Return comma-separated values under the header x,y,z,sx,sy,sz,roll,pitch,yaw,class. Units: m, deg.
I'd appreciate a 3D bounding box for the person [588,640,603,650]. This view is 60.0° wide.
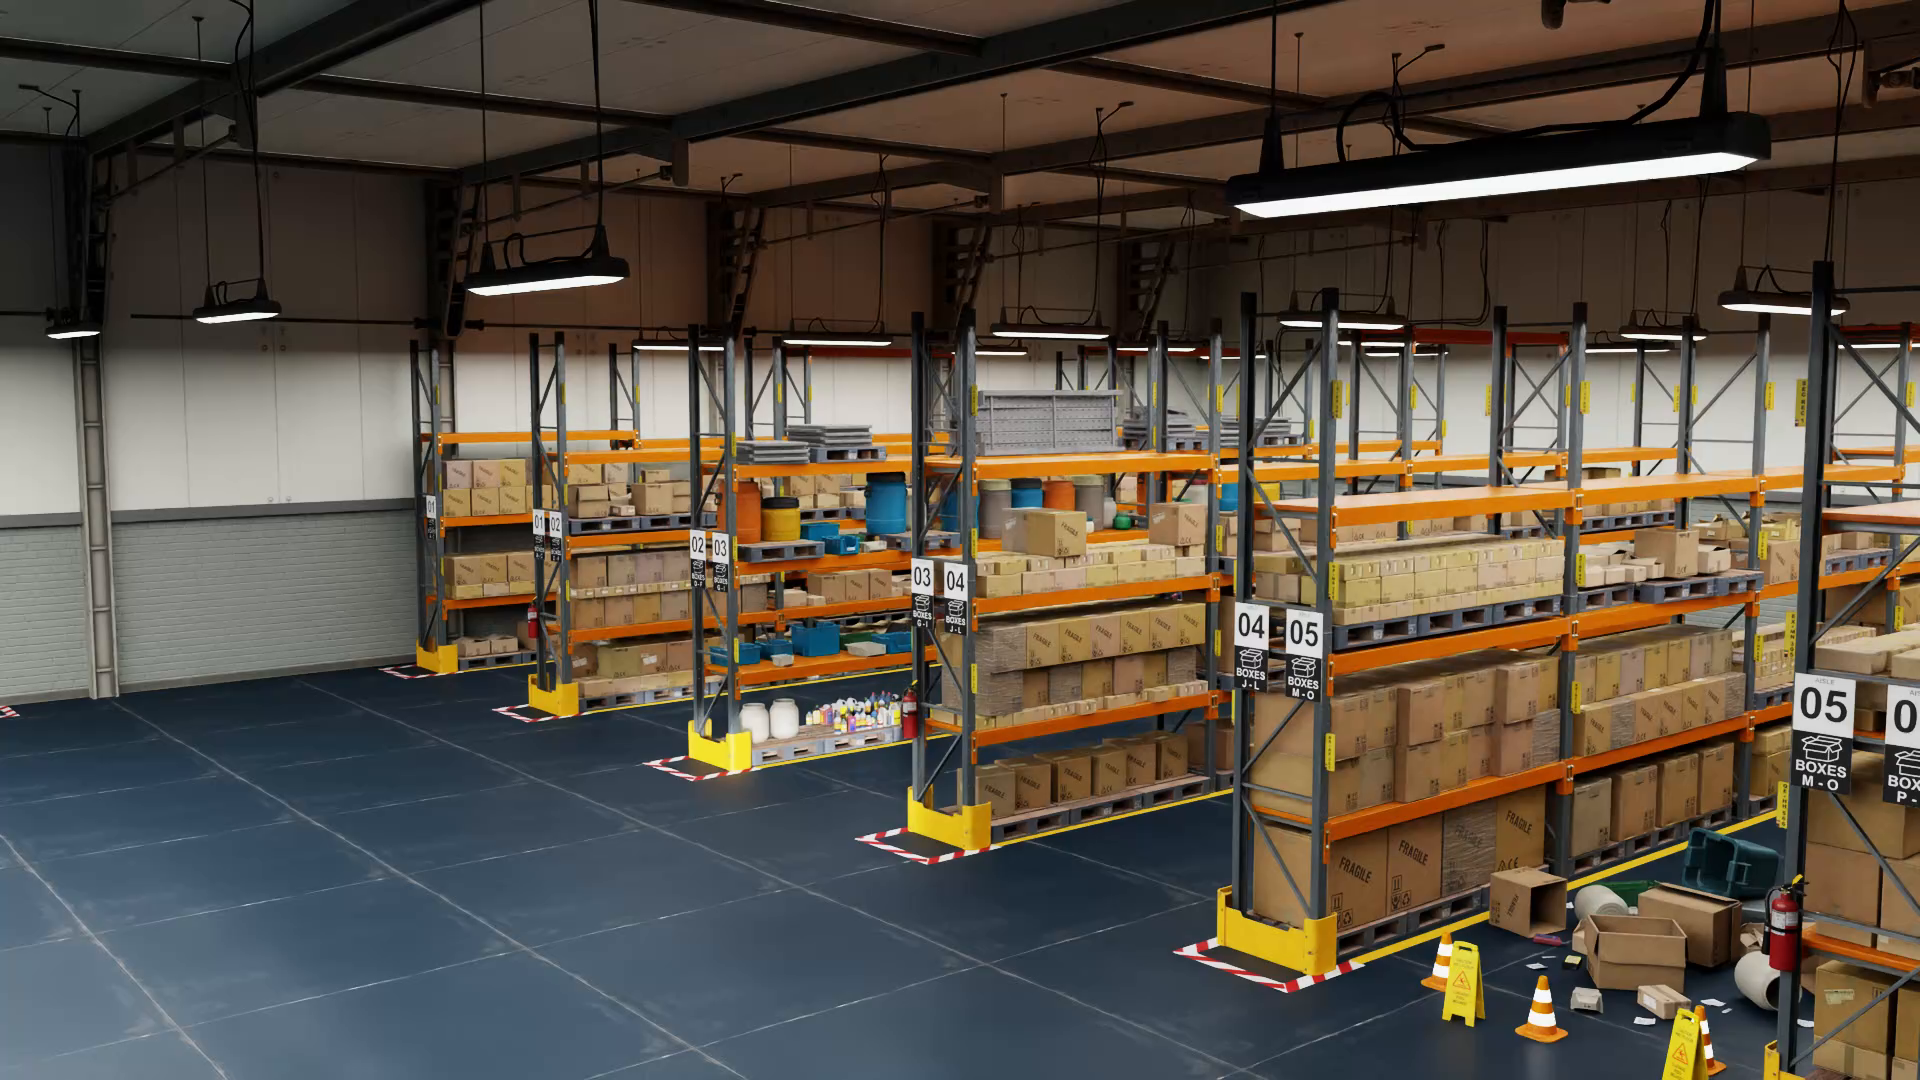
x,y,z,sx,sy,sz,roll,pitch,yaw,class
-6.885,1.510,30.702,0.514,1.623,0.900,4,7,36,person

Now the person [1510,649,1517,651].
x,y,z,sx,sy,sz,roll,pitch,yaw,class
7.150,2.295,21.609,0.548,1.765,0.594,-4,7,-37,person
